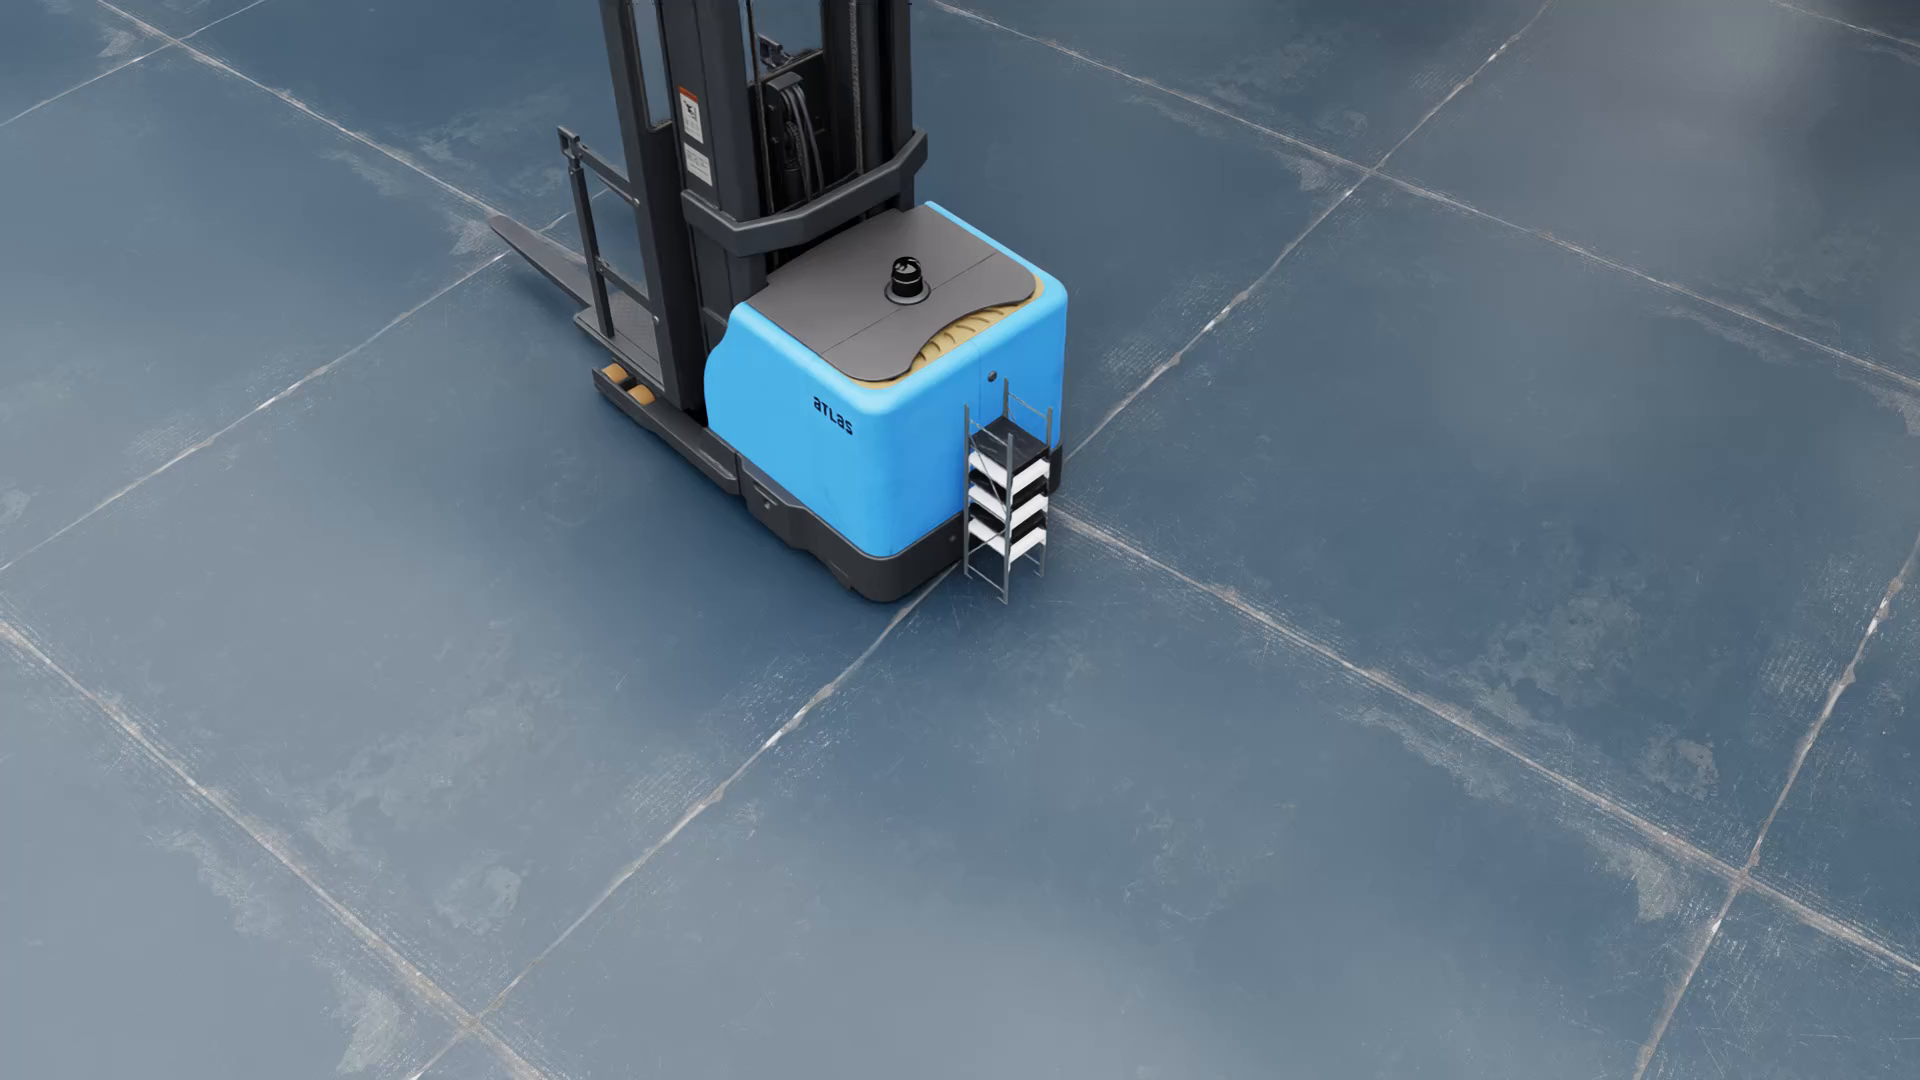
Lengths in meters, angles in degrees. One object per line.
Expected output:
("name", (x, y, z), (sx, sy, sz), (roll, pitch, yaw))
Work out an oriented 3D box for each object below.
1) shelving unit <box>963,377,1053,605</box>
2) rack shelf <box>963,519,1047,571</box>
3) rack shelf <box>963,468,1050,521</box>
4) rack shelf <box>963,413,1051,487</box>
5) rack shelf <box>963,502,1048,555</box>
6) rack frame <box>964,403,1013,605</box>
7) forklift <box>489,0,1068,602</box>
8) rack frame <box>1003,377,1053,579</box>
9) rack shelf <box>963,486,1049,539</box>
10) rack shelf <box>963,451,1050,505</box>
("shelving unit", (0.174, -0.169, 6.289), (0.210, 0.900, 0.258), (-35, 56, -29))
("rack shelf", (0.174, -0.022, 6.443), (0.200, 0.077, 0.258), (-35, 56, -29))
("rack shelf", (0.174, -0.208, 6.248), (0.200, 0.077, 0.258), (-35, 56, -29))
("rack shelf", (0.174, -0.333, 6.118), (0.200, 0.077, 0.258), (-35, 56, -29))
("rack shelf", (0.174, -0.084, 6.378), (0.200, 0.077, 0.258), (-35, 56, -29))
("rack frame", (0.101, -0.118, 6.240), (0.006, 0.900, 0.240), (-35, 56, -29))
("forklift", (-0.959, -1.747, 6.392), (1.130, 2.935, 3.031), (-34, 55, -28))
("rack frame", (0.246, -0.221, 6.339), (0.006, 0.900, 0.240), (-35, 56, -29))
("rack shelf", (0.174, -0.146, 6.313), (0.200, 0.077, 0.258), (-35, 56, -29))
("rack shelf", (0.174, -0.270, 6.183), (0.200, 0.077, 0.258), (-35, 56, -29))
